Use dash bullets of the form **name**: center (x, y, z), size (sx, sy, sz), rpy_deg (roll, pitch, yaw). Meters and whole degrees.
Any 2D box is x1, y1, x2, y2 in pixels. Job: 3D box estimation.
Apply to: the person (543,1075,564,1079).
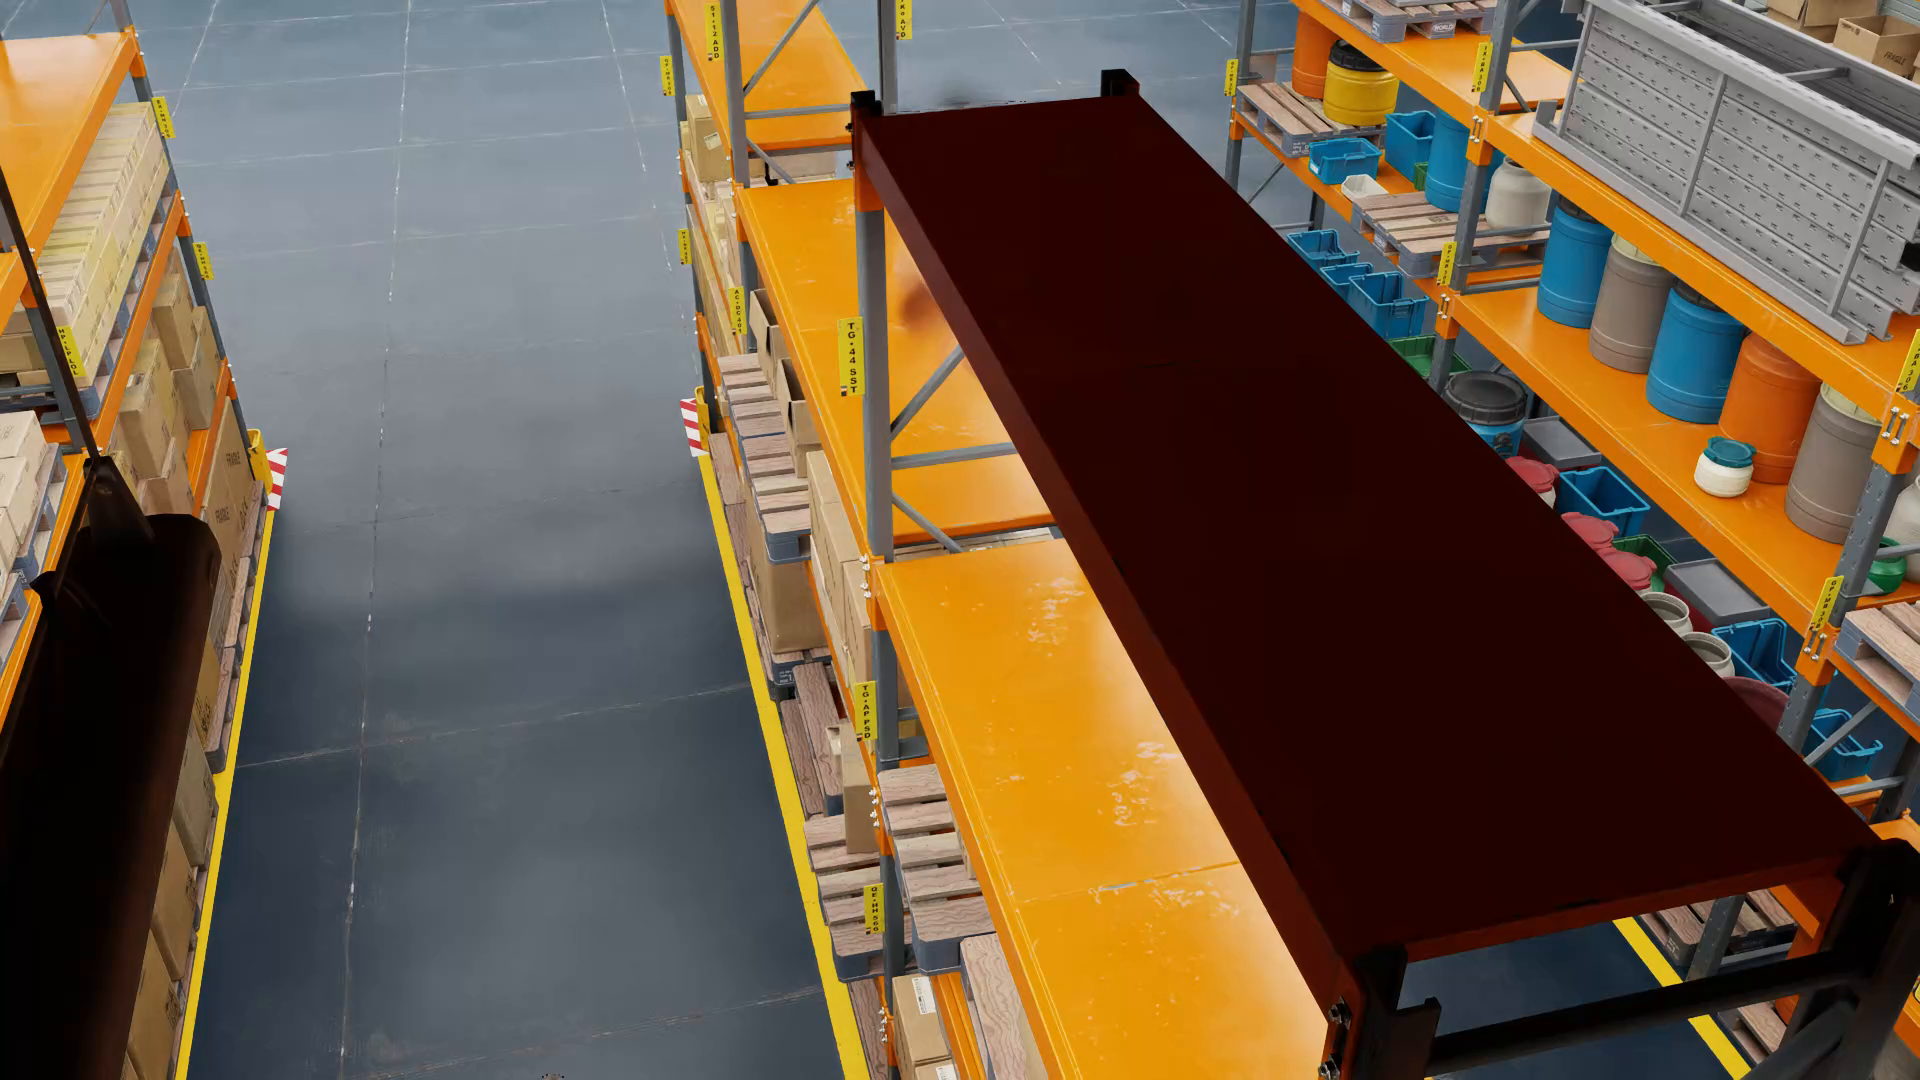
- **person**: center (-1.830, 3.225, 8.016), size (0.562, 1.582, 0.677), rpy_deg (-11, 36, -16)
